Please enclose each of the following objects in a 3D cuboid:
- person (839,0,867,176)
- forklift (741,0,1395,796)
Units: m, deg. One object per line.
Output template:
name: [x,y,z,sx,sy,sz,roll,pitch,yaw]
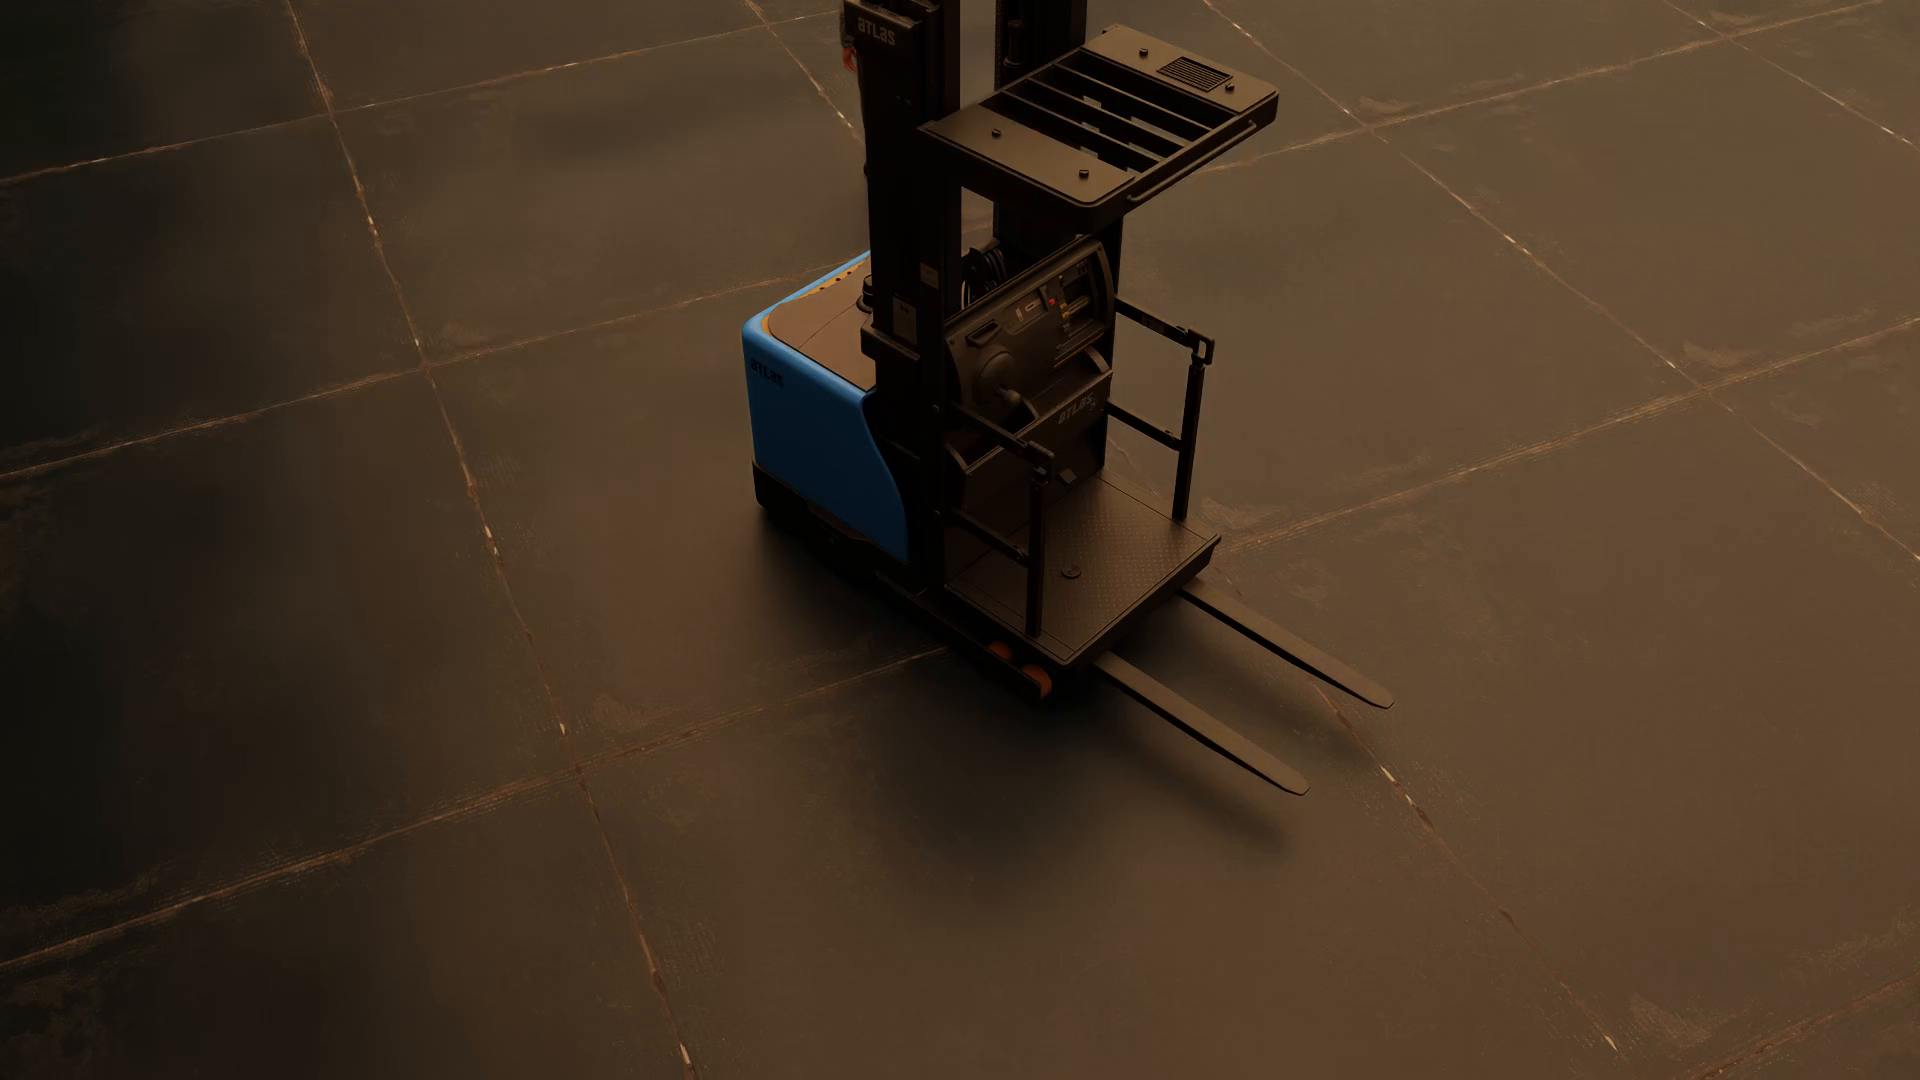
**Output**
person: [-0.395,-2.835,9.606,0.594,1.720,0.424,-6,43,-6]
forklift: [0.445,-0.788,6.525,3.031,2.935,1.130,32,52,30]
